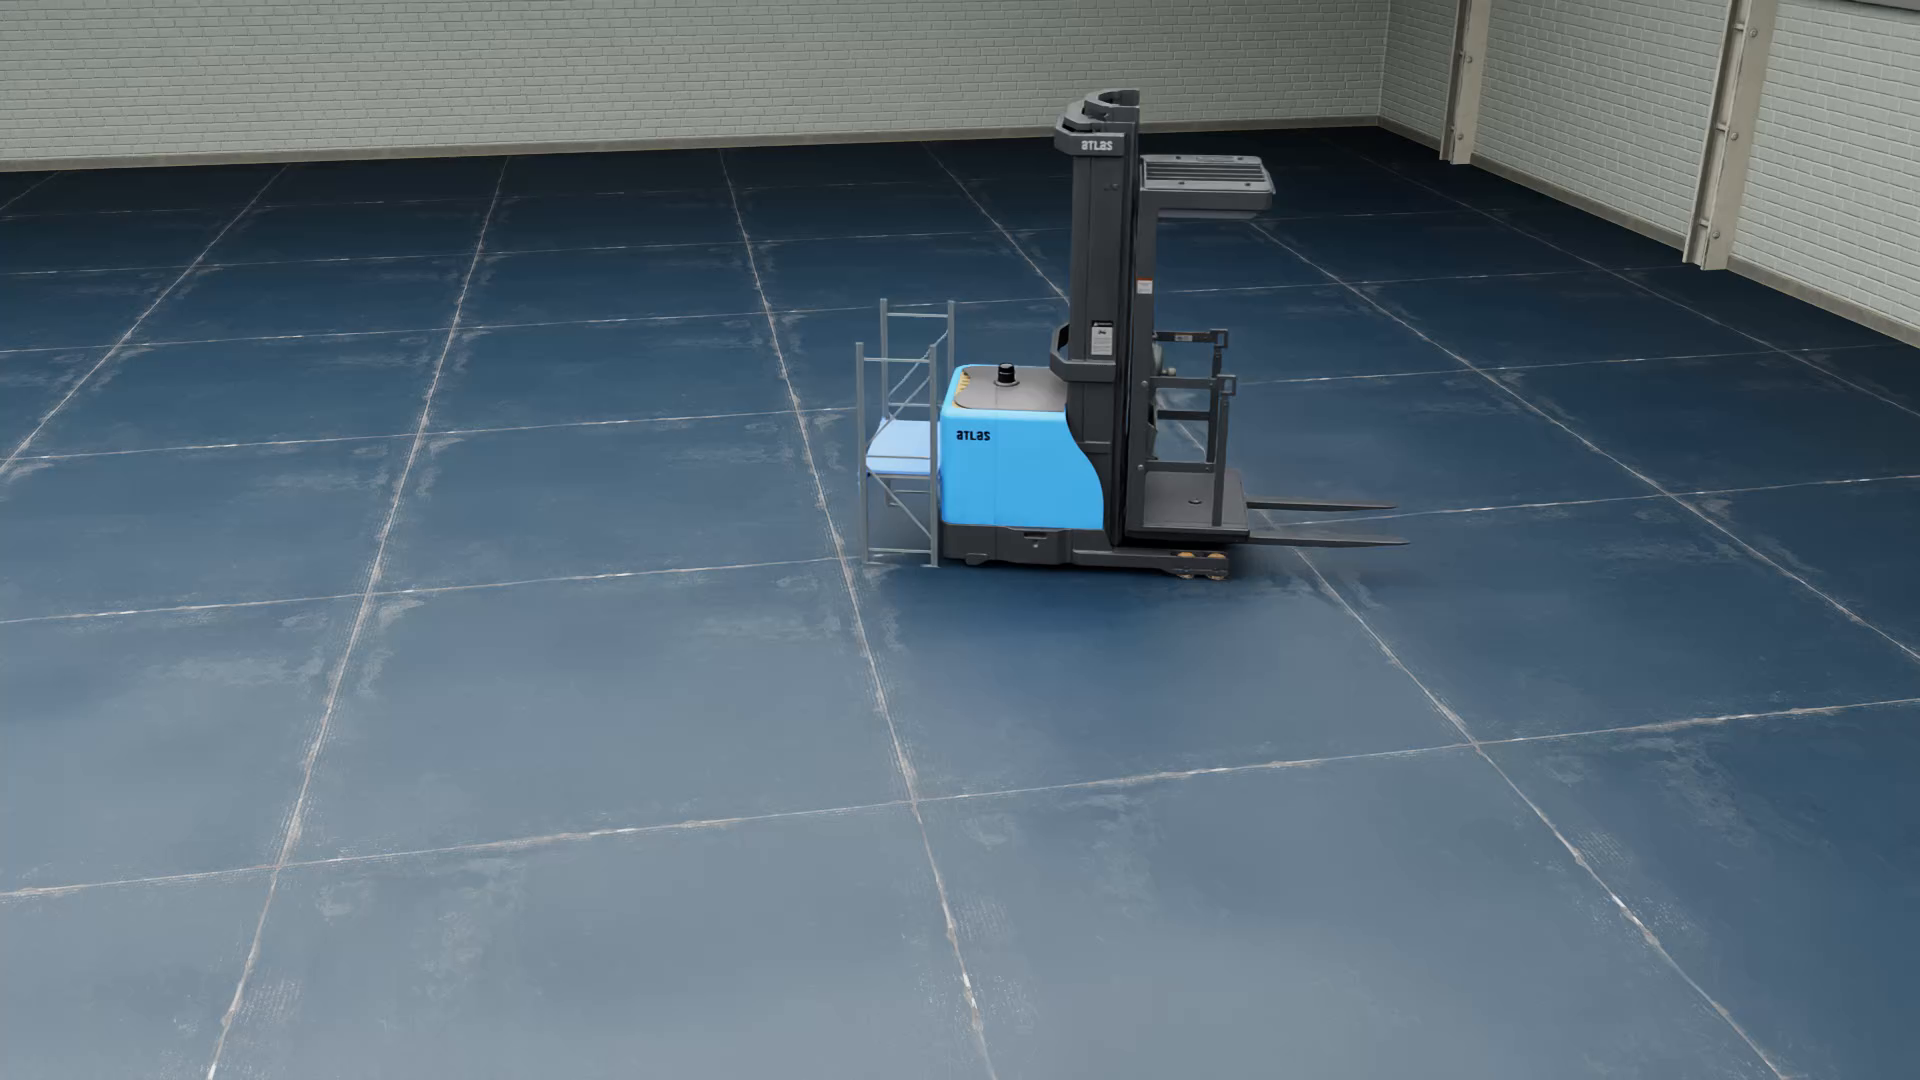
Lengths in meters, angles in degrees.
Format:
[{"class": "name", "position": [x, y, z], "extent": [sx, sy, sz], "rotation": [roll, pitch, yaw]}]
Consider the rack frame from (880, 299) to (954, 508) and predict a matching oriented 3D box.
[{"class": "rack frame", "position": [-0.288, -0.928, 11.501], "extent": [0.500, 1.500, 0.032], "rotation": [2, 24, 6]}]

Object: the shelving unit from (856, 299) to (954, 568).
[{"class": "shelving unit", "position": [-0.341, -0.726, 11.038], "extent": [0.538, 1.500, 1.048], "rotation": [2, 24, 6]}]

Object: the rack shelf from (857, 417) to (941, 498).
[{"class": "rack shelf", "position": [-0.341, -0.561, 11.110], "extent": [0.538, 0.185, 1.000], "rotation": [2, 24, 6]}]

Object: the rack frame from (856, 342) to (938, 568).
[{"class": "rack frame", "position": [-0.394, -0.523, 10.574], "extent": [0.500, 1.500, 0.032], "rotation": [2, 24, 6]}]

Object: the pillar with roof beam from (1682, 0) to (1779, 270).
[{"class": "pillar with roof beam", "position": [3.883, -6.799, 15.575], "extent": [9.100, 9.000, 0.400], "rotation": [-4, 24, -10]}]

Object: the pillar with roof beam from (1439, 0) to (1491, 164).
[{"class": "pillar with roof beam", "position": [2.773, -9.159, 20.978], "extent": [9.100, 9.000, 0.400], "rotation": [-4, 24, -10]}]

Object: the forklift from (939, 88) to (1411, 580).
[{"class": "forklift", "position": [1.412, -1.312, 10.591], "extent": [3.031, 2.935, 1.130], "rotation": [2, 24, 5]}]
